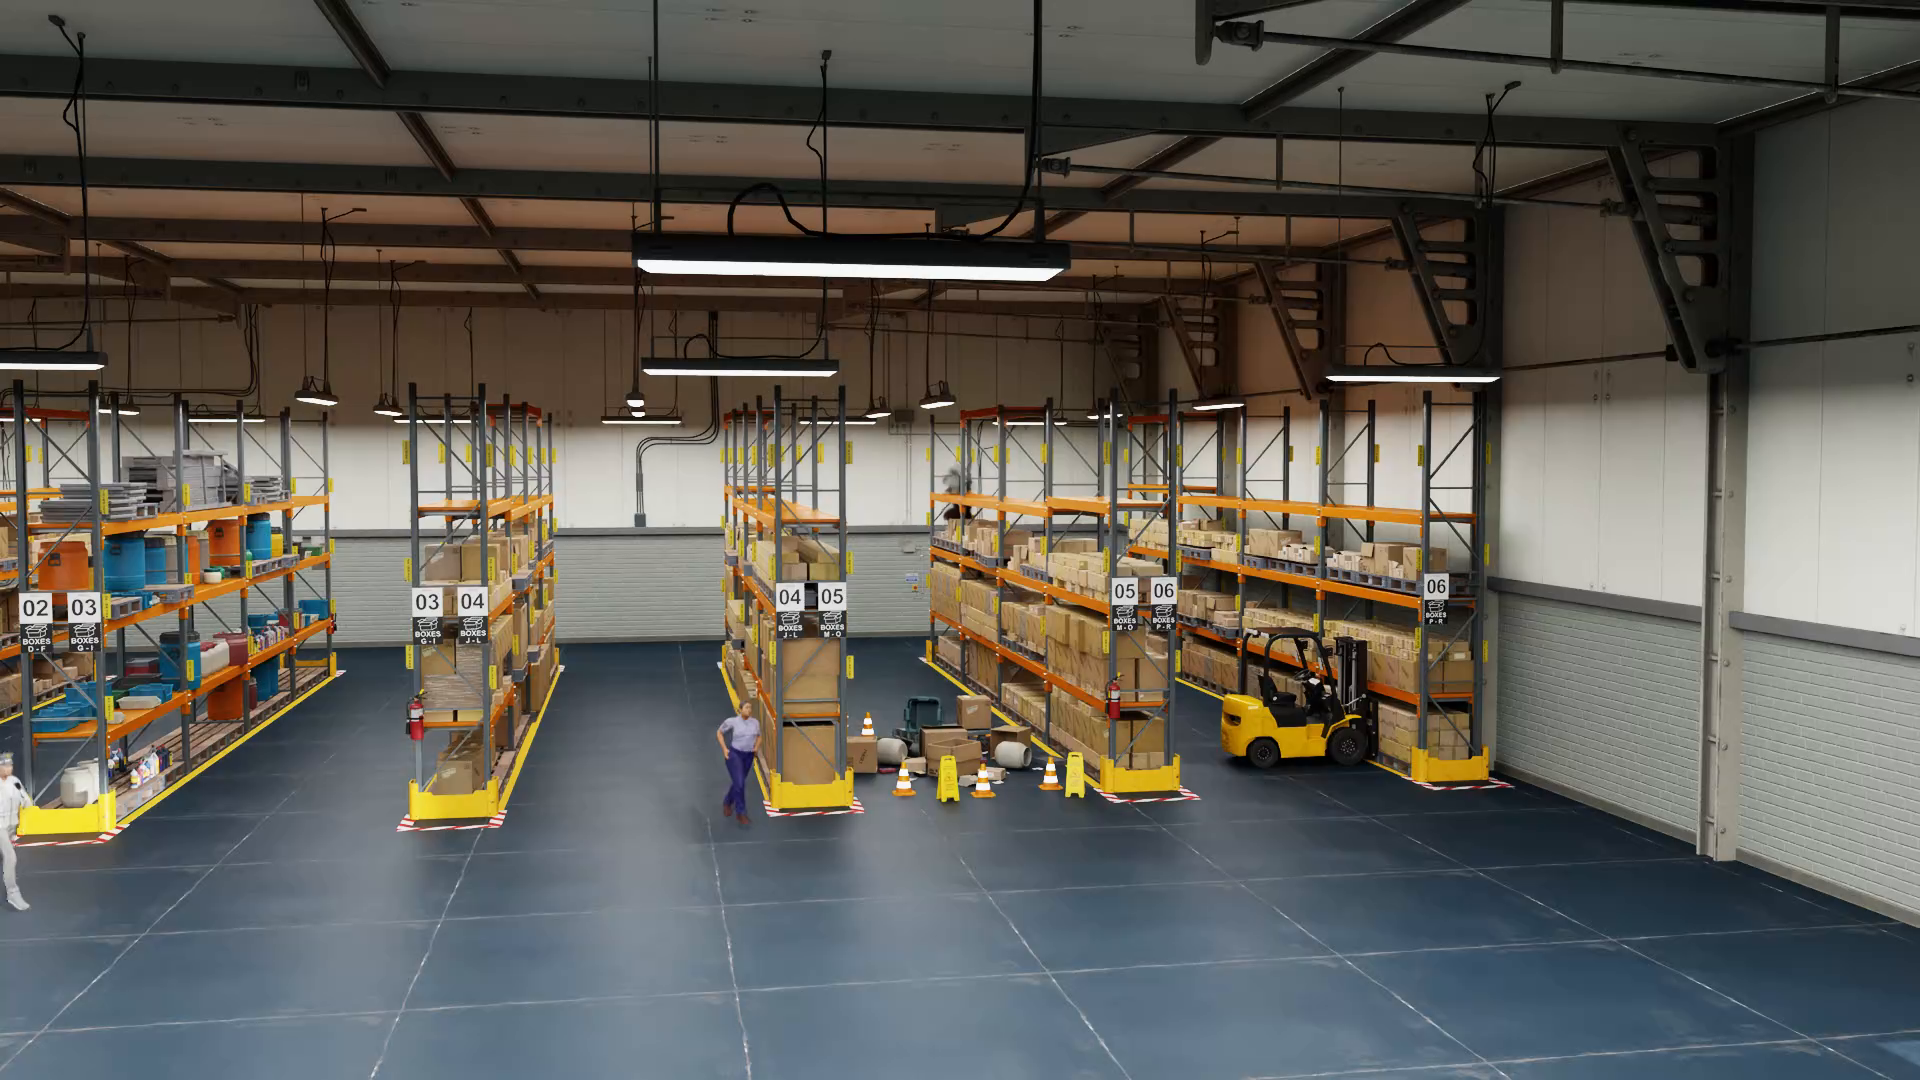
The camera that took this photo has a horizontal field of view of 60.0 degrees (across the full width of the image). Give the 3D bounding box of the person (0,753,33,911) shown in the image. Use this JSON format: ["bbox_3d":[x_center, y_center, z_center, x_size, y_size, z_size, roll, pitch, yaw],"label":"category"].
[{"bbox_3d":[-10.640,3.213,18.428,0.849,1.739,0.580,1,3,14],"label":"person"}]

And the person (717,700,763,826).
[{"bbox_3d":[-2.994,3.026,22.854,0.588,1.672,0.850,-2,4,-41],"label":"person"}]
